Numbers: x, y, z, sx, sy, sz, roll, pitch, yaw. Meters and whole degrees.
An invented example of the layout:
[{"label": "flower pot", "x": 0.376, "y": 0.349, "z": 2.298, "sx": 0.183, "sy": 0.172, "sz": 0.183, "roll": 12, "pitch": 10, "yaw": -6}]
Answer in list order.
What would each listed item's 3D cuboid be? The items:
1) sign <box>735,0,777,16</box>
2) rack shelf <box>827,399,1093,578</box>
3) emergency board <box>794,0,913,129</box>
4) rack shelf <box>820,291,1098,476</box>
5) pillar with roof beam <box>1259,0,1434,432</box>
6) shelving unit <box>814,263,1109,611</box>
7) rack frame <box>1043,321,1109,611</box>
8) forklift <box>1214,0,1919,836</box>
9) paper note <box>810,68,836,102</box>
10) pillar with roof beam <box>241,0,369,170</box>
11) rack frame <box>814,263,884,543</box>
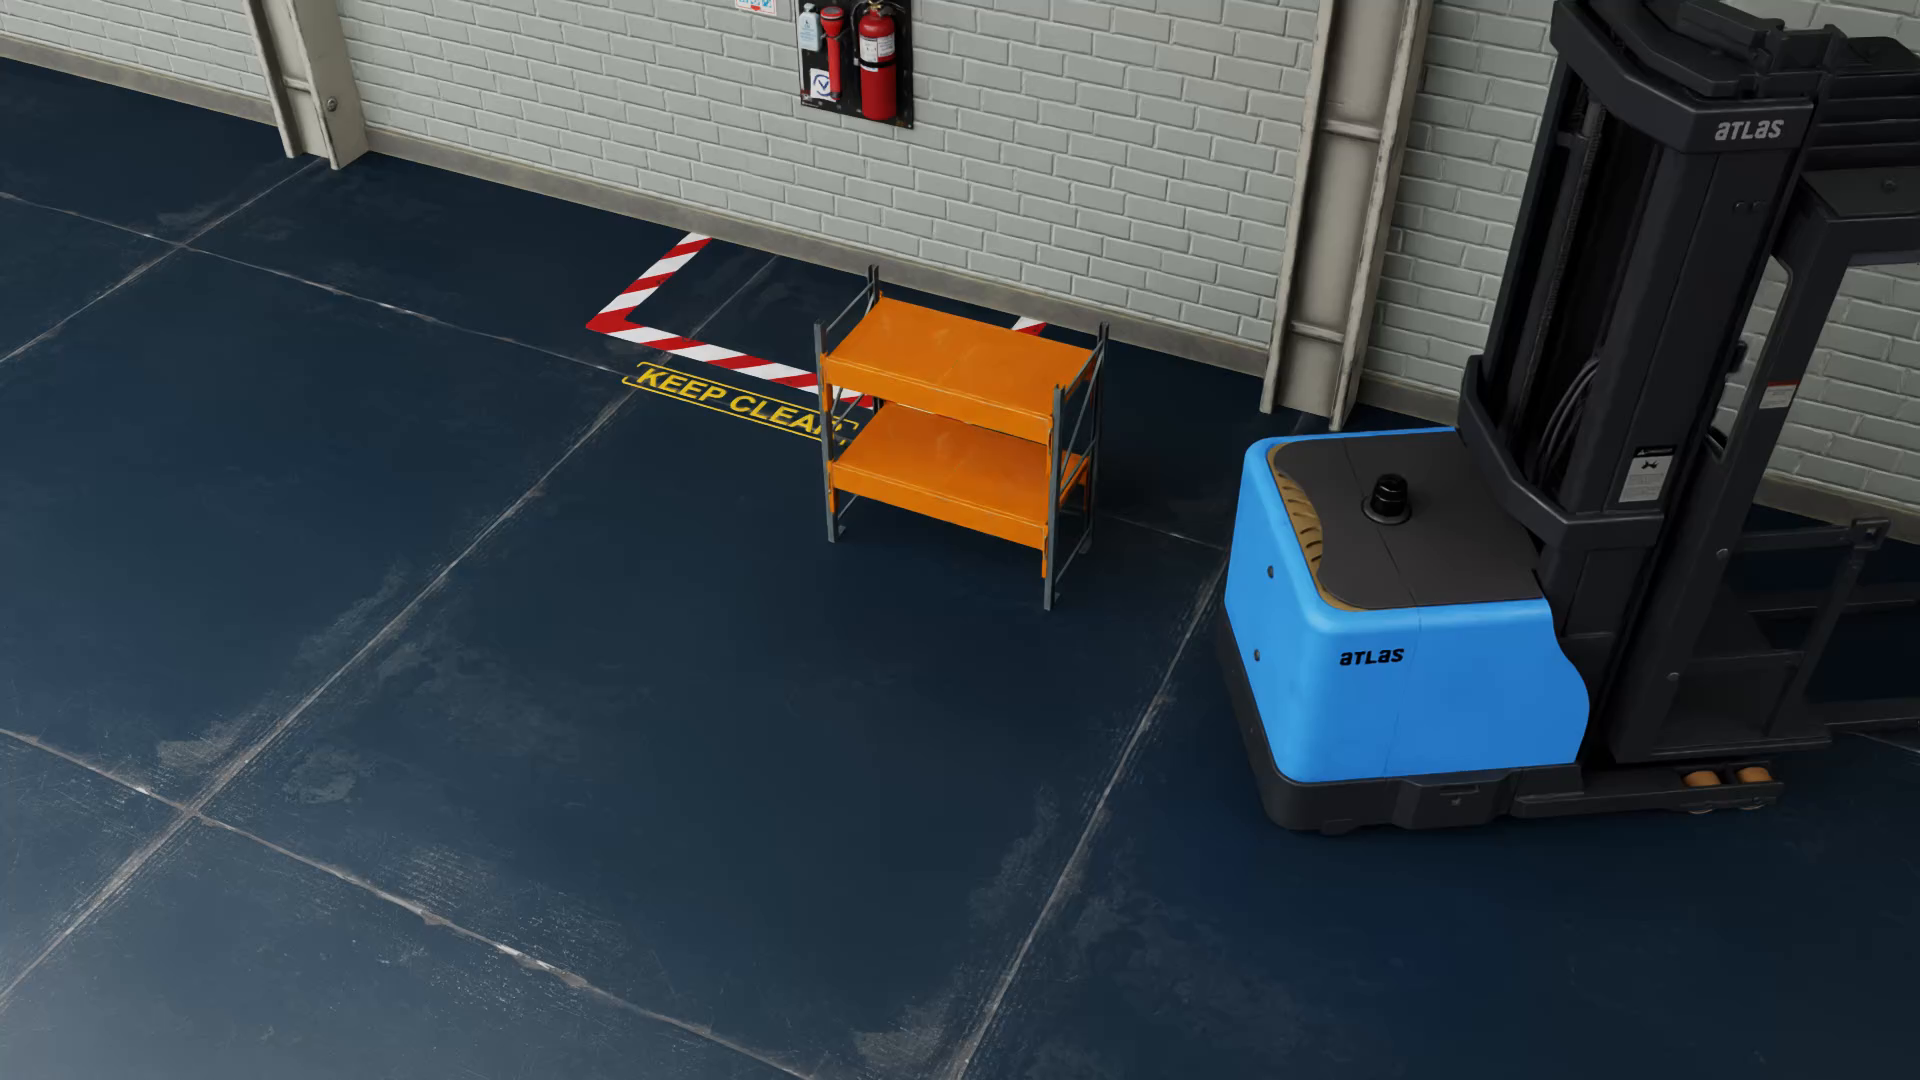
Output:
[{"label": "sign", "x": -1.004, "y": -2.722, "z": 8.073, "sx": 0.234, "sy": 0.329, "sz": 0.001, "roll": 17, "pitch": 44, "yaw": 19}, {"label": "rack shelf", "x": 0.006, "y": -0.238, "z": 7.040, "sx": 1.000, "sy": 0.278, "sz": 0.538, "roll": 17, "pitch": 44, "yaw": 19}, {"label": "emergency board", "x": -0.547, "y": -2.494, "z": 7.837, "sx": 0.643, "sy": 1.169, "sz": 0.194, "roll": 17, "pitch": 44, "yaw": 19}, {"label": "rack shelf", "x": 0.006, "y": -0.644, "z": 6.688, "sx": 1.000, "sy": 0.278, "sz": 0.538, "roll": 17, "pitch": 44, "yaw": 19}, {"label": "pillar with roof beam", "x": -0.143, "y": -1.499, "z": 2.109, "sx": 0.400, "sy": 9.000, "sz": 9.100, "roll": 17, "pitch": 44, "yaw": 19}, {"label": "shelving unit", "x": 0.006, "y": -0.423, "z": 6.879, "sx": 1.048, "sy": 1.125, "sz": 0.538, "roll": 17, "pitch": 44, "yaw": 19}, {"label": "rack frame", "x": 0.467, "y": -0.282, "z": 6.717, "sx": 0.032, "sy": 1.125, "sz": 0.500, "roll": 17, "pitch": 44, "yaw": 19}, {"label": "forklift", "x": 2.568, "y": -0.448, "z": 5.529, "sx": 3.031, "sy": 2.935, "sz": 1.130, "roll": -4, "pitch": 41, "yaw": -4}, {"label": "paper note", "x": -0.678, "y": -2.251, "z": 8.230, "sx": 0.142, "sy": 0.148, "sz": 0.016, "roll": 17, "pitch": 44, "yaw": 19}, {"label": "pillar with roof beam", "x": -5.581, "y": -3.160, "z": 4.026, "sx": 0.400, "sy": 9.000, "sz": 9.100, "roll": 17, "pitch": 44, "yaw": 19}, {"label": "rack frame", "x": -0.455, "y": -0.564, "z": 7.042, "sx": 0.032, "sy": 1.125, "sz": 0.500, "roll": 17, "pitch": 44, "yaw": 19}]
